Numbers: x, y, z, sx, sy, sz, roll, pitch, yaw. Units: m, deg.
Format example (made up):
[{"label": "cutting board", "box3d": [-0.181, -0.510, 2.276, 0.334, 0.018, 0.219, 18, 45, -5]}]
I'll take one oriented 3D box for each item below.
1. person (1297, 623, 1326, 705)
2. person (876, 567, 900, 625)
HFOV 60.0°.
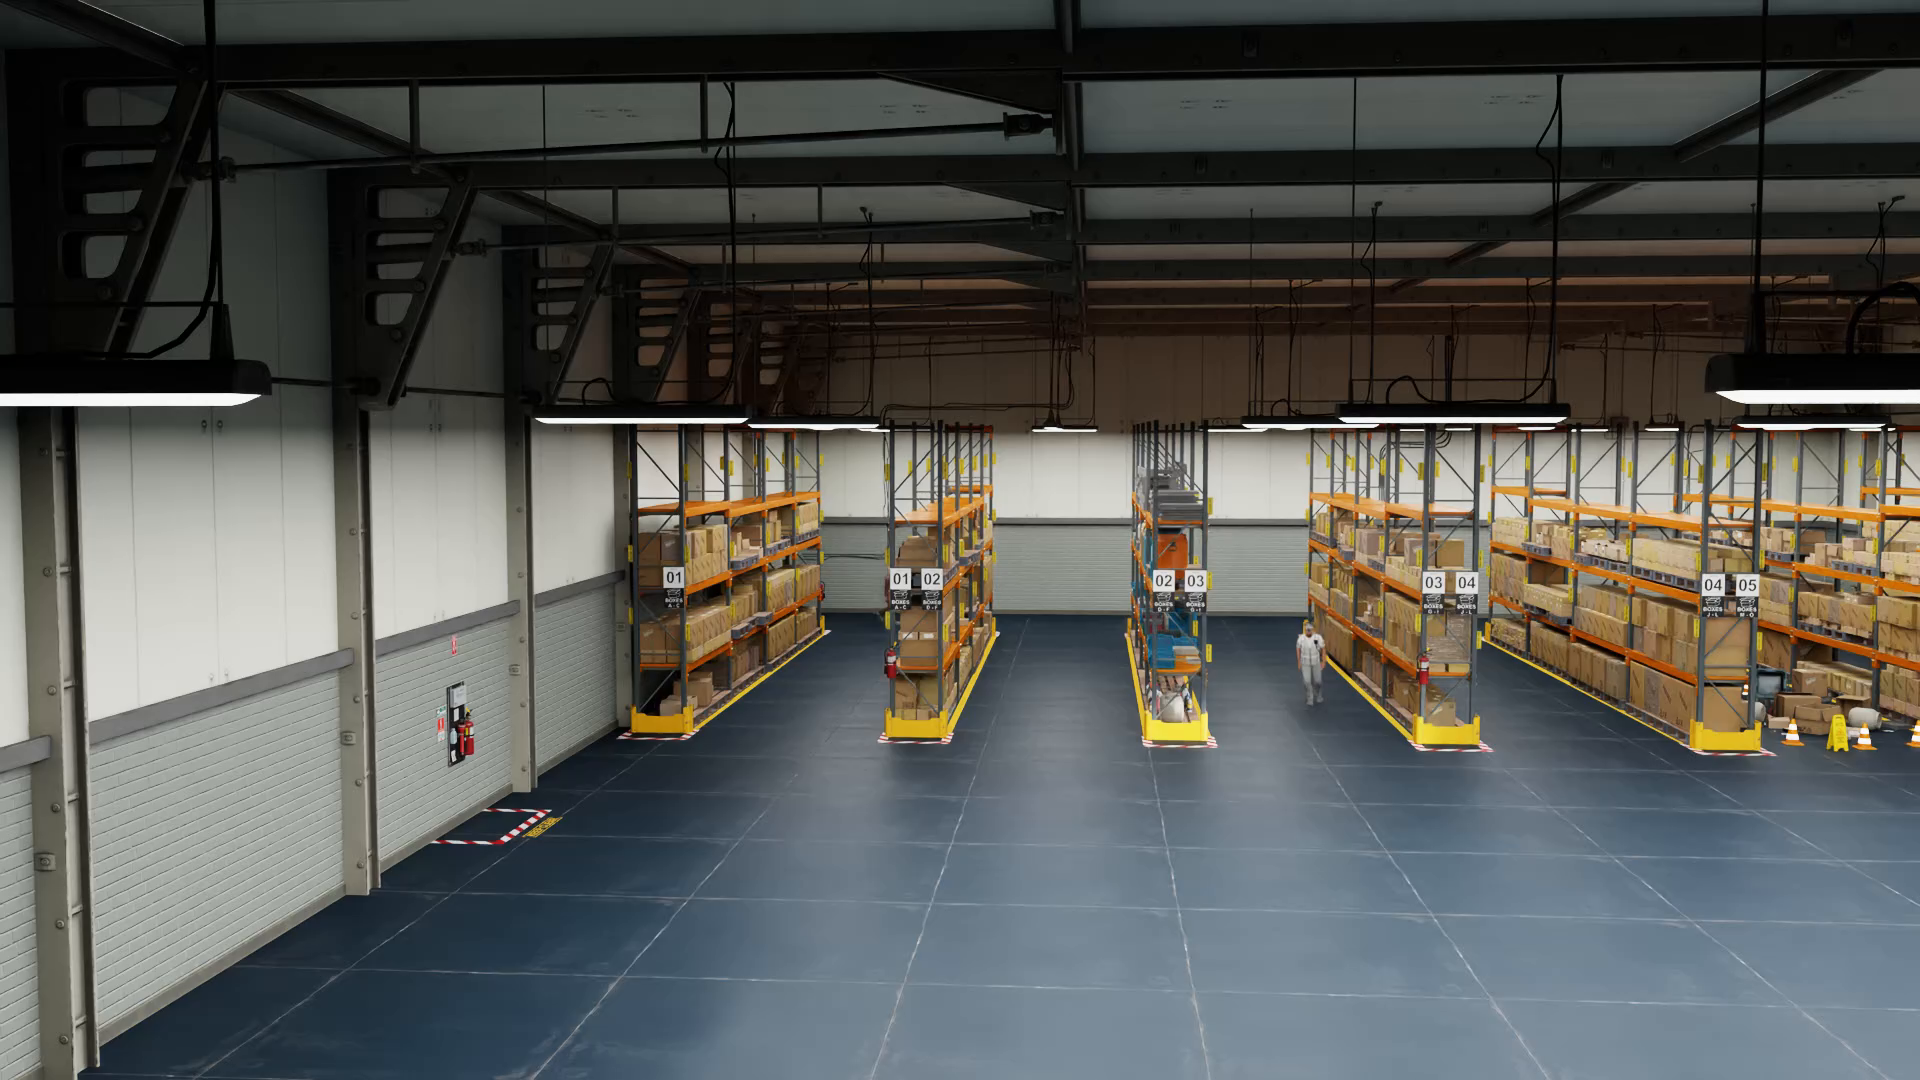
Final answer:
[{"label": "person", "box3d": [7.488, 2.623, 35.444, 0.612, 1.751, 0.537, 1, 4, 14]}, {"label": "person", "box3d": [-2.135, 1.766, 50.019, 0.834, 1.554, 0.538, 0, 4, 5]}]
